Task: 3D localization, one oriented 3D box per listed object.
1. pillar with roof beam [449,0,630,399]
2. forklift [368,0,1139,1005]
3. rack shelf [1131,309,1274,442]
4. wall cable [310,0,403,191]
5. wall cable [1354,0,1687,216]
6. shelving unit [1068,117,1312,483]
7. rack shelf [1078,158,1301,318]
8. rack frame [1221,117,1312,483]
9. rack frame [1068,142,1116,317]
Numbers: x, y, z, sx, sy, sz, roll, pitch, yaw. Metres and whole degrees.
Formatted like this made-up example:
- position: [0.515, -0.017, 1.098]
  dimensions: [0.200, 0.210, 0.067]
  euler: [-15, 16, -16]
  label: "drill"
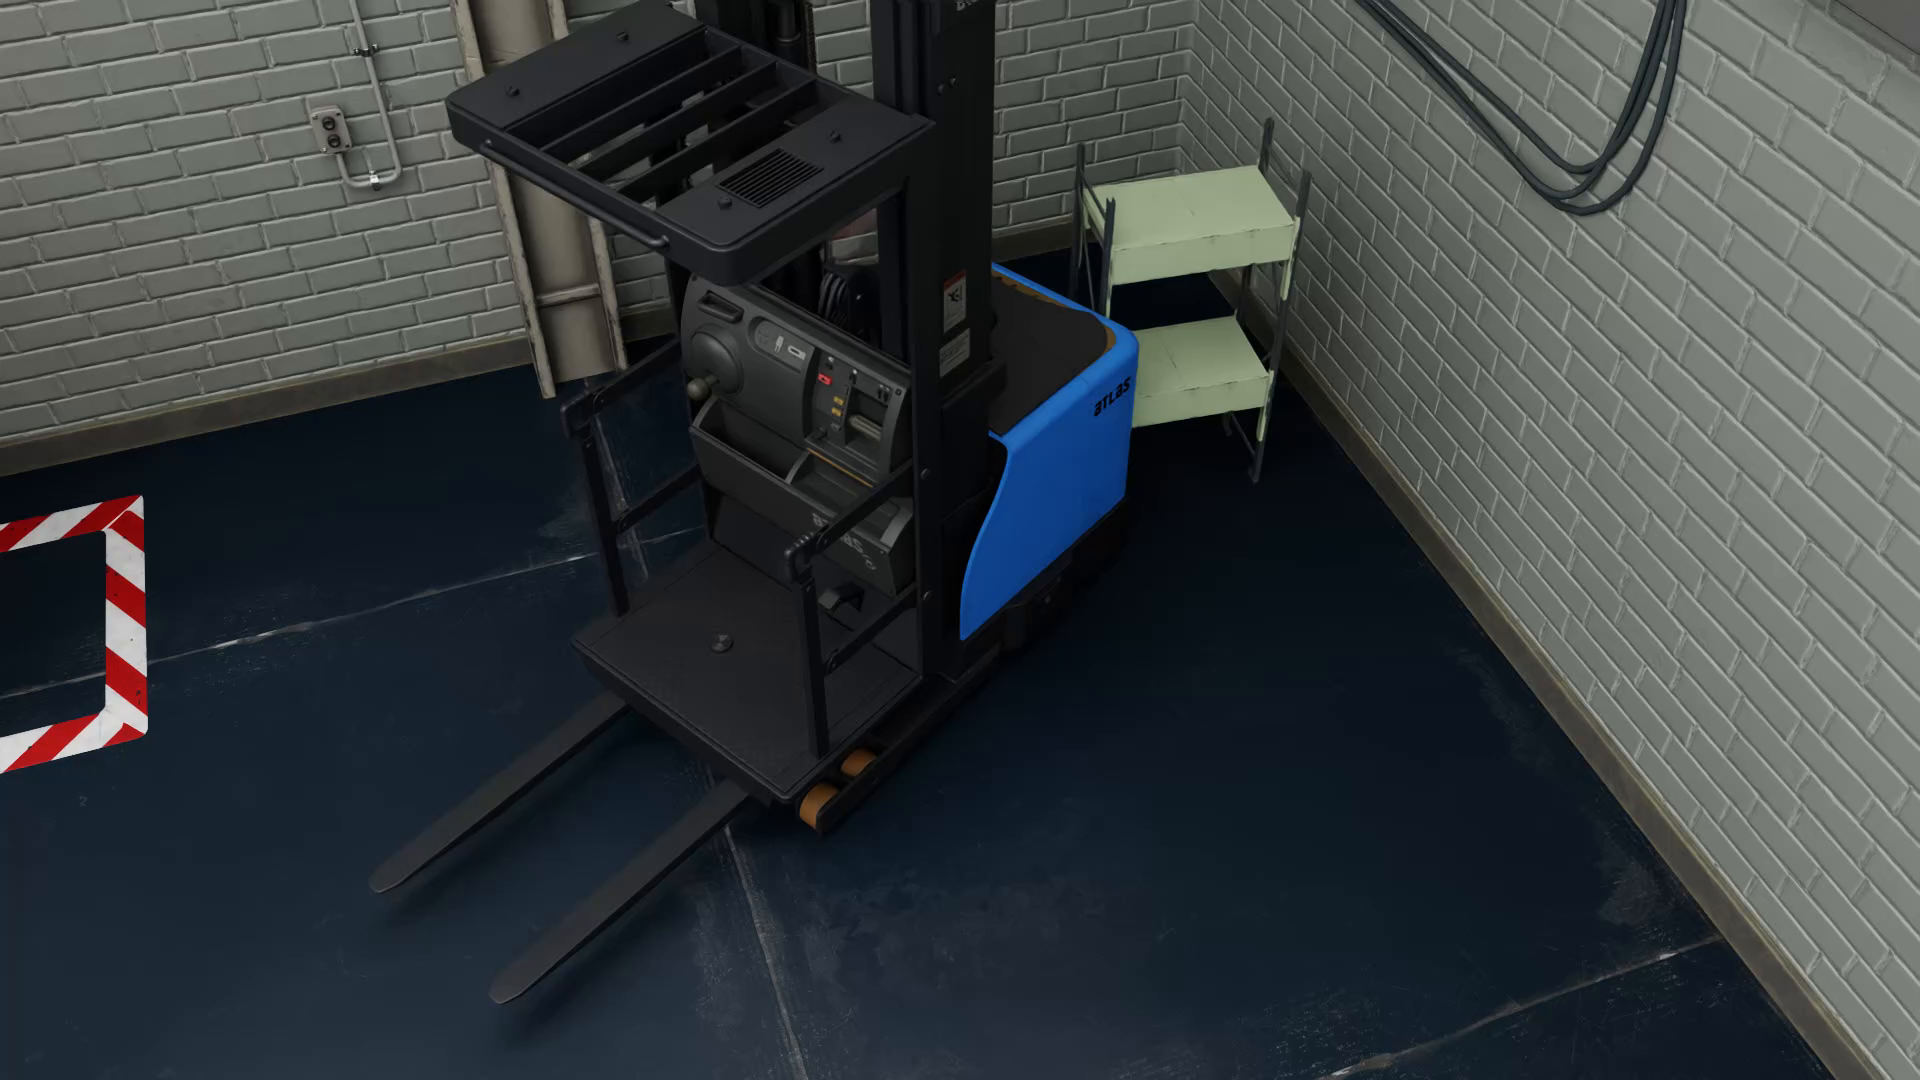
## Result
- position: [-0.249, -1.084, 1.477]
  dimensions: [0.400, 9.000, 9.100]
  euler: [-14, 47, -14]
  label: "pillar with roof beam"
- position: [-0.671, -0.441, 5.120]
  dimensions: [1.130, 2.935, 3.031]
  euler: [31, 53, 27]
  label: "forklift"
- position: [0.842, -0.617, 6.766]
  dimensions: [0.720, 0.370, 0.431]
  euler: [-10, 46, -10]
  label: "rack shelf"
- position: [-3.074, -1.906, 5.814]
  dimensions: [1.851, 1.984, 0.084]
  euler: [-14, 47, -14]
  label: "wall cable"
- position: [1.484, -2.753, 5.332]
  dimensions: [0.112, 2.526, 3.097]
  euler: [-14, 47, -14]
  label: "wall cable"
- position: [0.842, -0.847, 6.535]
  dimensions: [0.755, 1.500, 0.431]
  euler: [-10, 46, -10]
  label: "shelving unit"
- position: [0.842, -1.123, 6.259]
  dimensions: [0.720, 0.370, 0.431]
  euler: [-10, 46, -10]
  label: "rack shelf"
- position: [1.198, -0.908, 6.596]
  dimensions: [0.023, 1.500, 0.400]
  euler: [-10, 46, -10]
  label: "rack frame"
- position: [0.486, -0.786, 6.474]
  dimensions: [0.023, 1.500, 0.400]
  euler: [-10, 46, -10]
  label: "rack frame"
